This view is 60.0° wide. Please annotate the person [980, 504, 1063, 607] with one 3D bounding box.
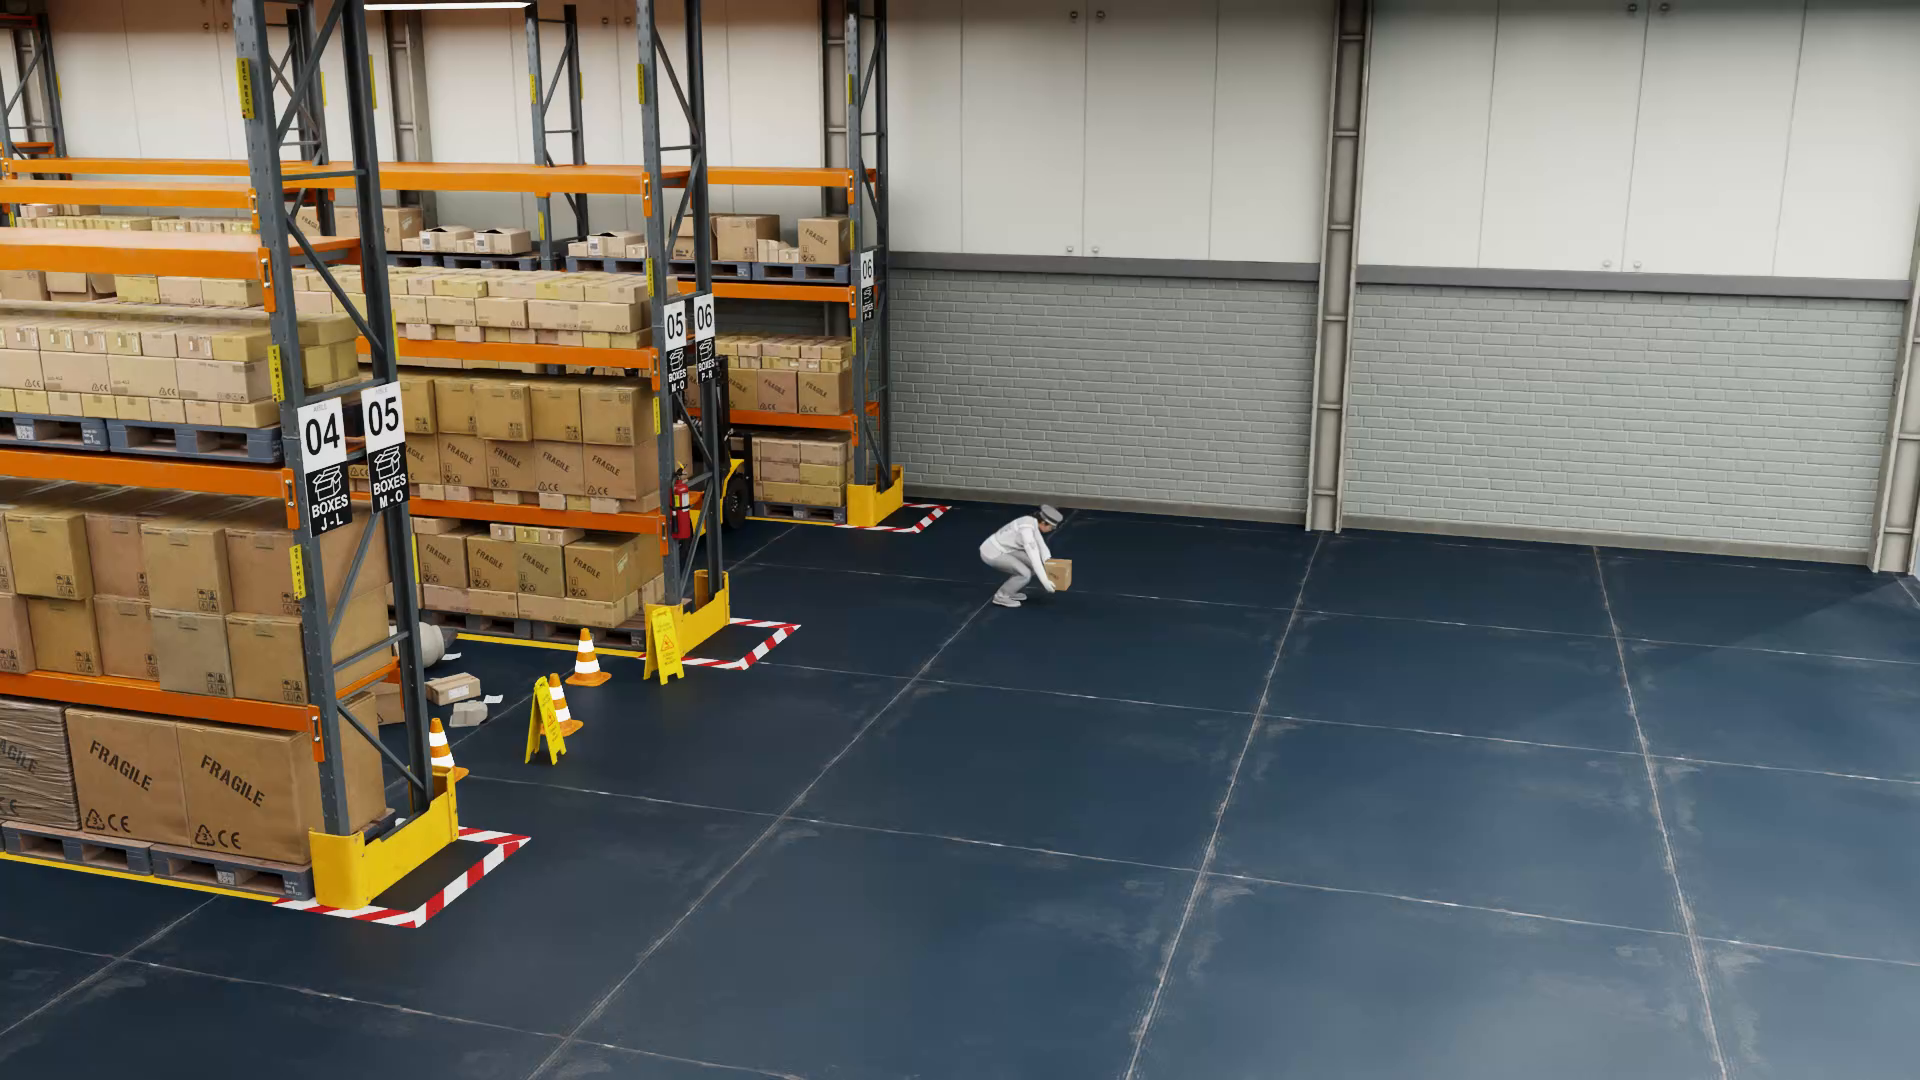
[{"bbox_3d":[0.621,0.137,16.693,0.820,1.019,0.494,4,16,16],"label":"person"}]
